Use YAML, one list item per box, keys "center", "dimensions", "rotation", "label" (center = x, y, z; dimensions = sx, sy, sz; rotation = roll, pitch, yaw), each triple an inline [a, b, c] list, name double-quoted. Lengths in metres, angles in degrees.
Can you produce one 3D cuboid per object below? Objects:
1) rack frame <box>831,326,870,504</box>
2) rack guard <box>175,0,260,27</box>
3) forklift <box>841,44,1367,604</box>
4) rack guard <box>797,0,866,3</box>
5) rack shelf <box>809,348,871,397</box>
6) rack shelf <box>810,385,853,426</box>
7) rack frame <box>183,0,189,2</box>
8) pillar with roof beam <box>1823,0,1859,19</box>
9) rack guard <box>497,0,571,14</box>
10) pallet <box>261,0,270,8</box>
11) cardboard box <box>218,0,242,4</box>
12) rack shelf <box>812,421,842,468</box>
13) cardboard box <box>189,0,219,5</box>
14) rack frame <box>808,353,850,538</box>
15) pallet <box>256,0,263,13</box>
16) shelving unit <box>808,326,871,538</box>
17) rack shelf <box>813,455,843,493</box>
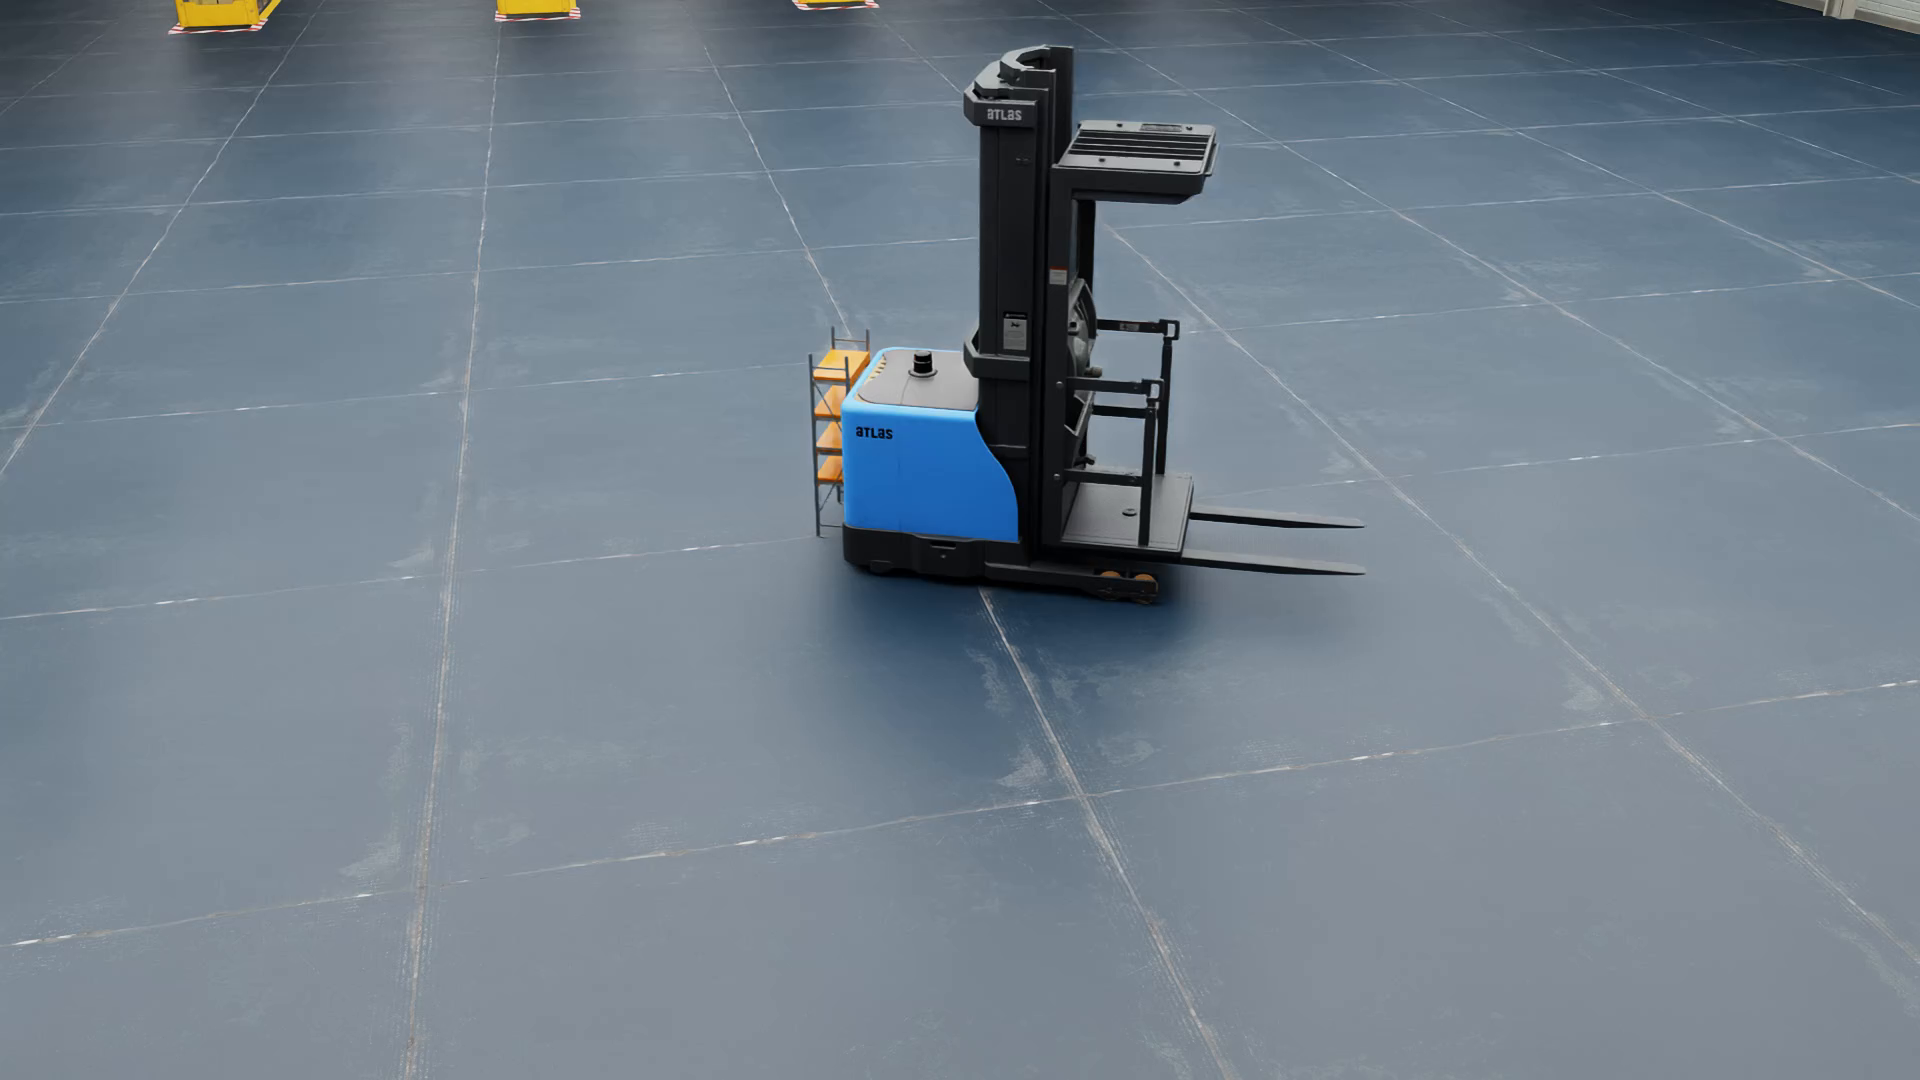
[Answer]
- center: [-0.672, -0.761, 10.427]
  dimensions: [0.240, 1.200, 0.015]
  rotation: [5, 27, 10]
  label: "rack frame"
- center: [-11.839, -8.486, 26.508]
  dimensions: [1.175, 0.500, 0.348]
  rotation: [-6, 27, -12]
  label: "rack guard"
- center: [0.877, -1.204, 9.383]
  dimensions: [3.031, 2.935, 1.130]
  rotation: [5, 27, 10]
  label: "forklift"
- center: [-2.210, -9.534, 28.584]
  dimensions: [1.175, 0.500, 0.348]
  rotation: [-6, 27, -12]
  label: "rack guard"
- center: [-0.721, -1.004, 10.036]
  dimensions: [0.258, 0.148, 0.480]
  rotation: [5, 27, 10]
  label: "rack shelf"
- center: [-0.720, -0.793, 10.143]
  dimensions: [0.258, 0.148, 0.480]
  rotation: [5, 27, 10]
  label: "rack shelf"
- center: [-11.845, -9.612, 25.965]
  dimensions: [1.000, 3.000, 0.127]
  rotation: [-6, 27, -12]
  label: "rack frame"
- center: [10.177, -12.133, 24.301]
  dimensions: [9.100, 9.000, 0.400]
  rotation: [-6, 27, -12]
  label: "pillar with roof beam"
- center: [-7.081, -9.026, 27.578]
  dimensions: [1.175, 0.500, 0.348]
  rotation: [-6, 27, -12]
  label: "rack guard"
- center: [-12.329, -9.233, 28.309]
  dimensions: [1.003, 0.211, 1.213]
  rotation: [-6, 27, -12]
  label: "pallet"
- center: [-11.749, -8.830, 27.001]
  dimensions: [0.500, 0.250, 0.500]
  rotation: [-6, 27, -12]
  label: "cardboard box"
- center: [-0.720, -0.594, 10.243]
  dimensions: [0.258, 0.148, 0.480]
  rotation: [5, 27, 10]
  label: "rack shelf"
- center: [-12.254, -8.778, 26.897]
  dimensions: [0.500, 0.250, 0.500]
  rotation: [-6, 27, -12]
  label: "cardboard box"
- center: [-0.769, -0.546, 10.000]
  dimensions: [0.240, 1.200, 0.015]
  rotation: [5, 27, 10]
  label: "rack frame"
- center: [-12.058, -8.699, 27.250]
  dimensions: [1.003, 0.211, 1.213]
  rotation: [-6, 27, -12]
  label: "pallet"
- center: [-0.720, -0.654, 10.213]
  dimensions: [0.258, 1.200, 0.503]
  rotation: [5, 27, 10]
  label: "shelving unit"
- center: [-0.720, -0.416, 10.333]
  dimensions: [0.258, 0.148, 0.480]
  rotation: [5, 27, 10]
  label: "rack shelf"
